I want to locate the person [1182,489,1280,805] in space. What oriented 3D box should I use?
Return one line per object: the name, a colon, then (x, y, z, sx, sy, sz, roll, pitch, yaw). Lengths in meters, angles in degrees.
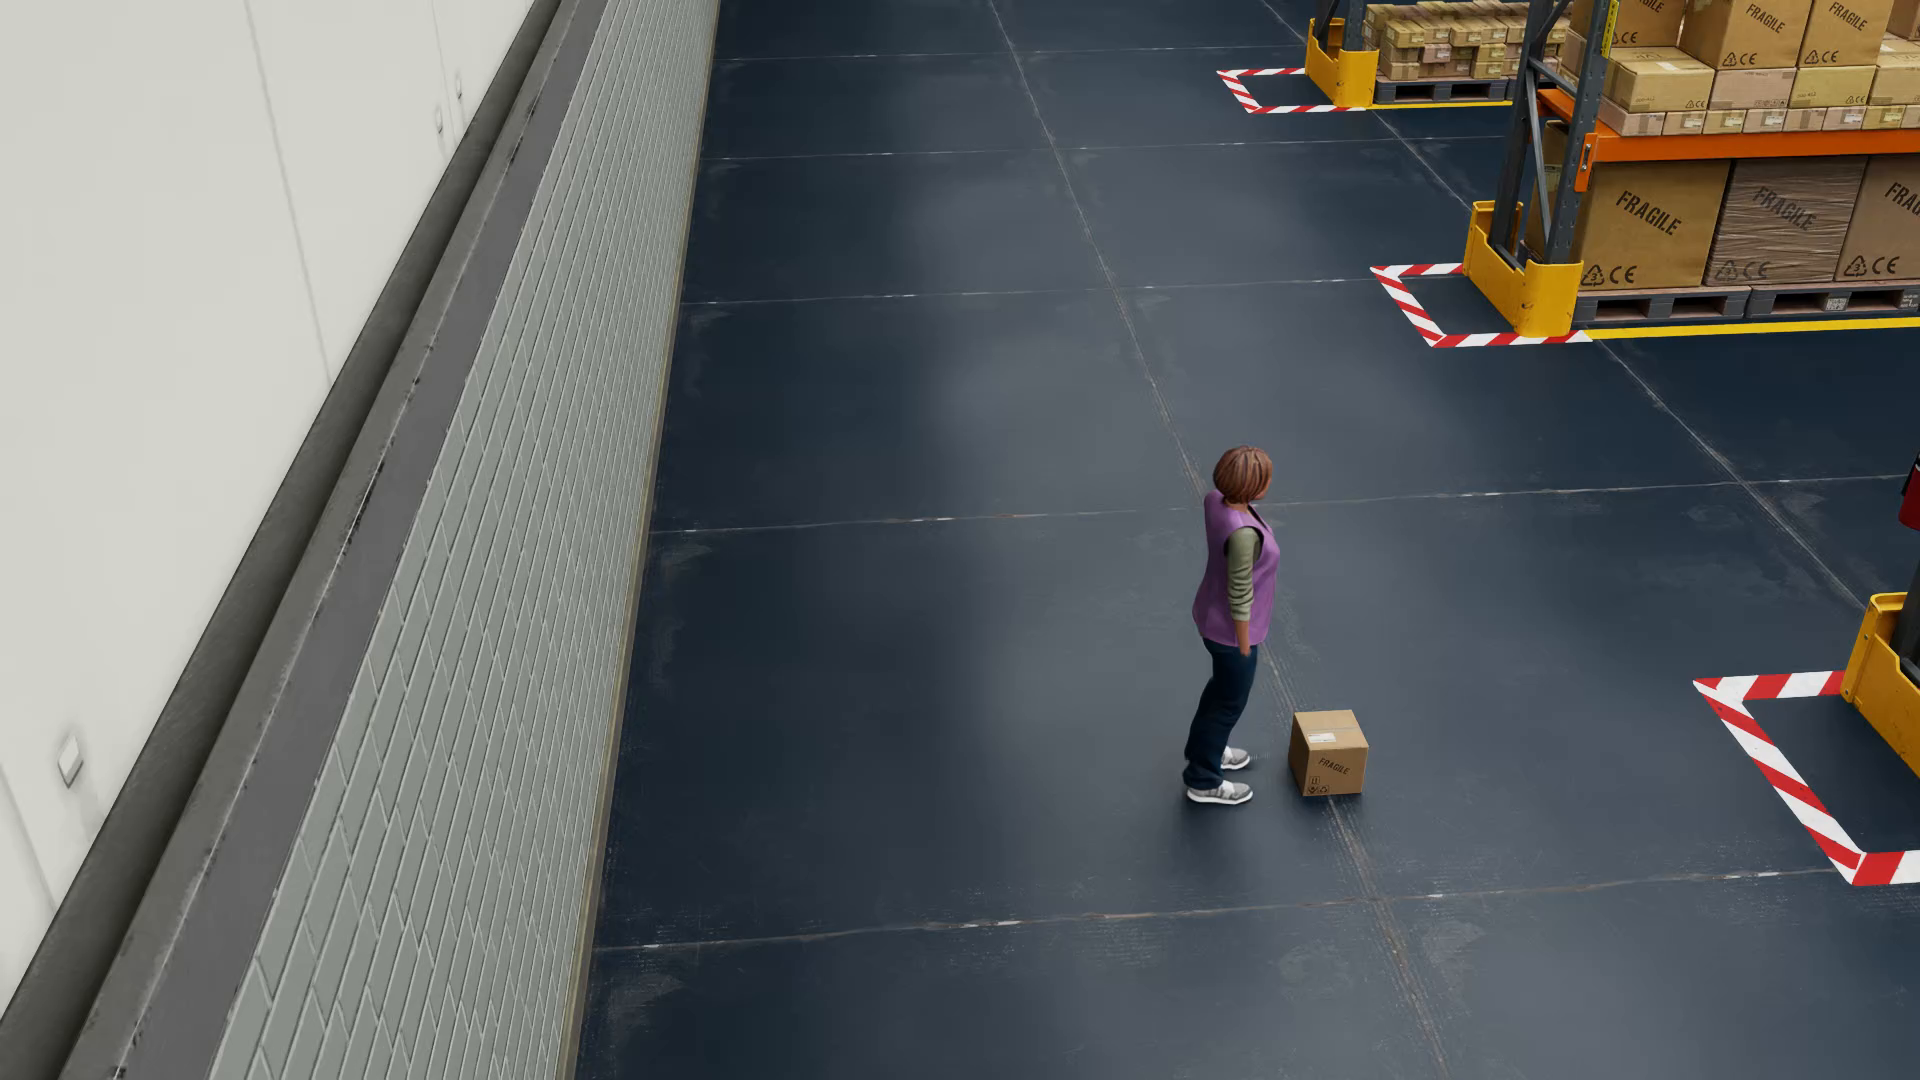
person: (2.961, 2.130, 2.145, 3.384, 3.196, 10.133, -2, 32, -4)
